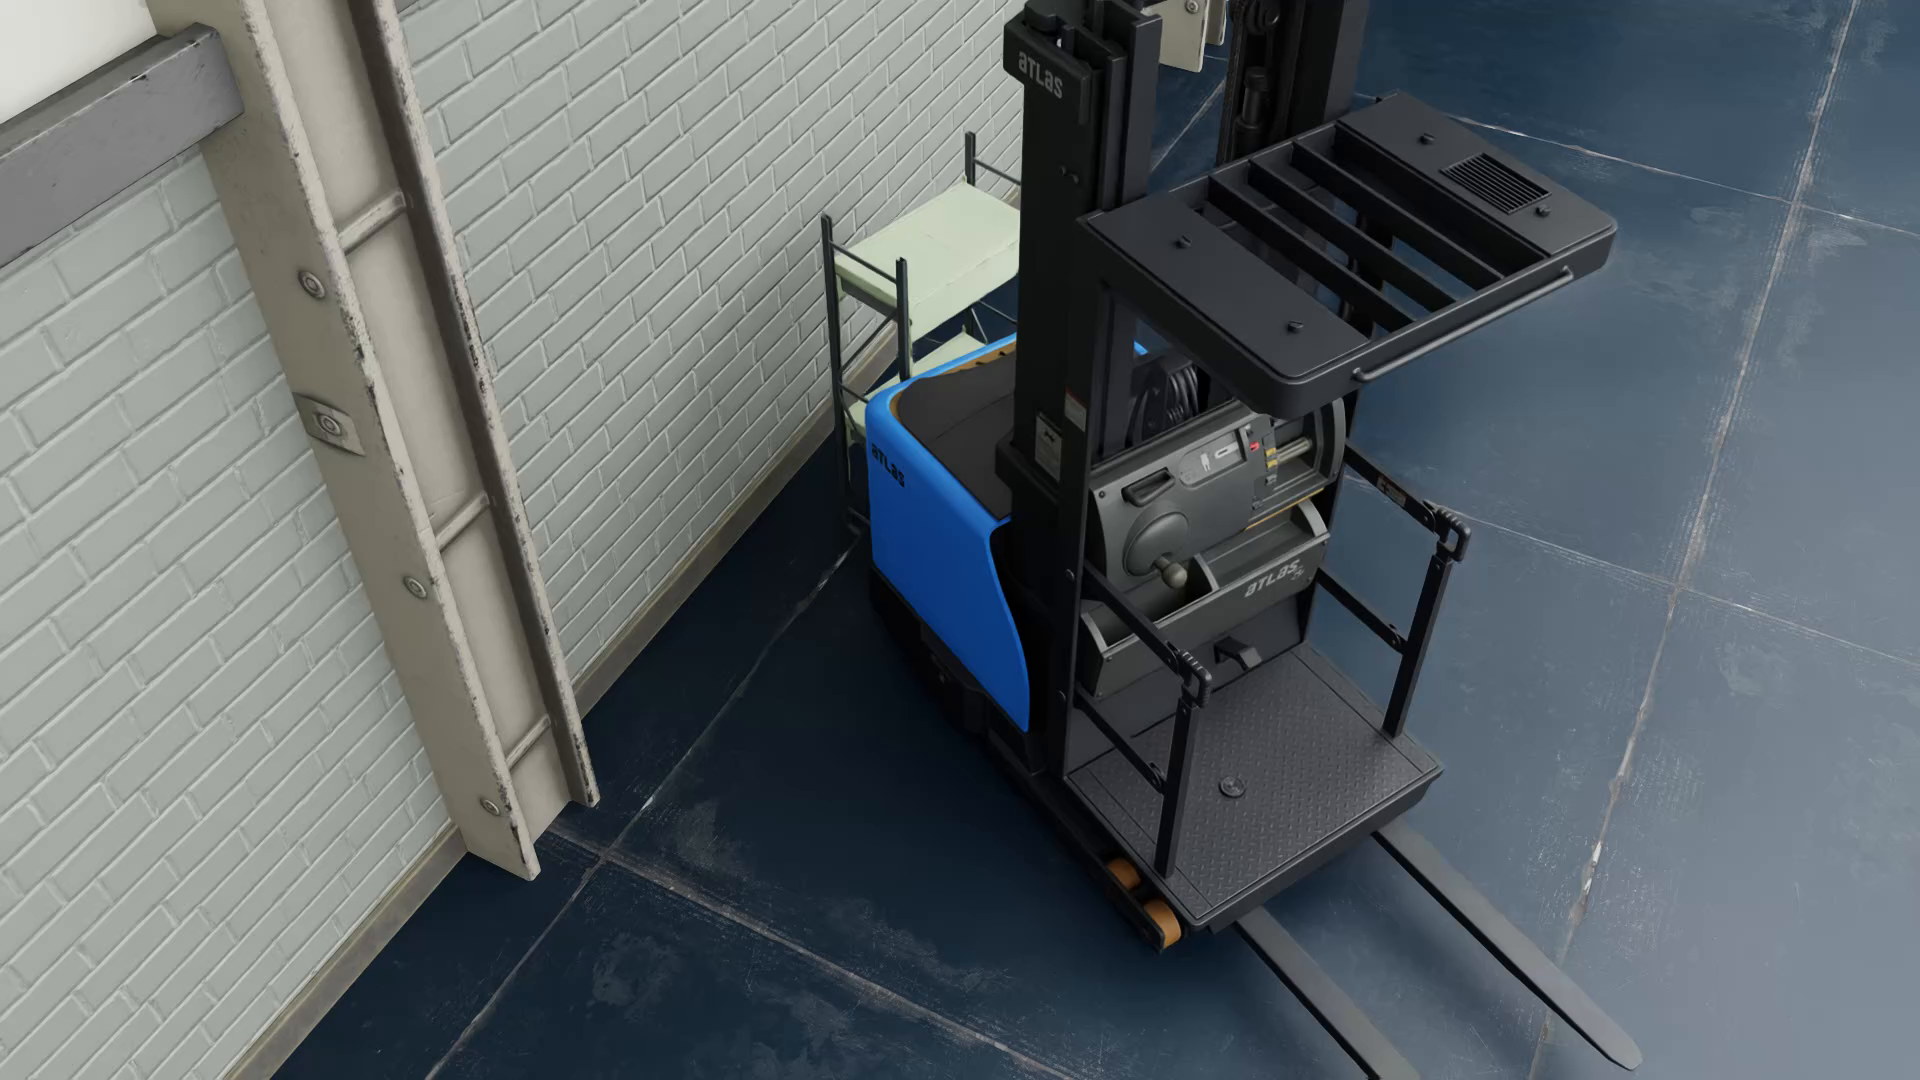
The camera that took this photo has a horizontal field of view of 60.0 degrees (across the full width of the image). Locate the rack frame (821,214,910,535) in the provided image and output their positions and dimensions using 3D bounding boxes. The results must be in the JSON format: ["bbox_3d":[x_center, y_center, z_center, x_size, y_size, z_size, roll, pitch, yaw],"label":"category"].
[{"bbox_3d":[-0.329,-0.500,6.190,0.400,1.500,0.023,34,54,29],"label":"rack frame"}]

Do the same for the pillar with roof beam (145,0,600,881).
[{"bbox_3d":[2.323,-0.764,1.178,9.100,9.000,0.400,20,49,19],"label":"pillar with roof beam"}]

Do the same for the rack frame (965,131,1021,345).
[{"bbox_3d":[0.172,-0.880,6.565,0.400,1.500,0.023,34,54,29],"label":"rack frame"}]

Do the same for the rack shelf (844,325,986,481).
[{"bbox_3d":[-0.079,-0.461,6.609,0.431,0.370,0.720,34,54,29],"label":"rack shelf"}]

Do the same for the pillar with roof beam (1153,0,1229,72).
[{"bbox_3d":[5.108,-4.544,4.914,9.100,9.000,0.400,20,49,19],"label":"pillar with roof beam"}]

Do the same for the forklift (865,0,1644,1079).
[{"bbox_3d":[0.897,-0.091,4.780,1.130,2.935,3.031,-26,51,-23],"label":"forklift"}]

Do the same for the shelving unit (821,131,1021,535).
[{"bbox_3d":[-0.079,-0.690,6.377,0.431,1.500,0.755,34,54,29],"label":"shelving unit"}]

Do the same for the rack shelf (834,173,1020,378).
[{"bbox_3d":[-0.079,-0.964,6.100,0.431,0.370,0.720,34,54,29],"label":"rack shelf"}]
